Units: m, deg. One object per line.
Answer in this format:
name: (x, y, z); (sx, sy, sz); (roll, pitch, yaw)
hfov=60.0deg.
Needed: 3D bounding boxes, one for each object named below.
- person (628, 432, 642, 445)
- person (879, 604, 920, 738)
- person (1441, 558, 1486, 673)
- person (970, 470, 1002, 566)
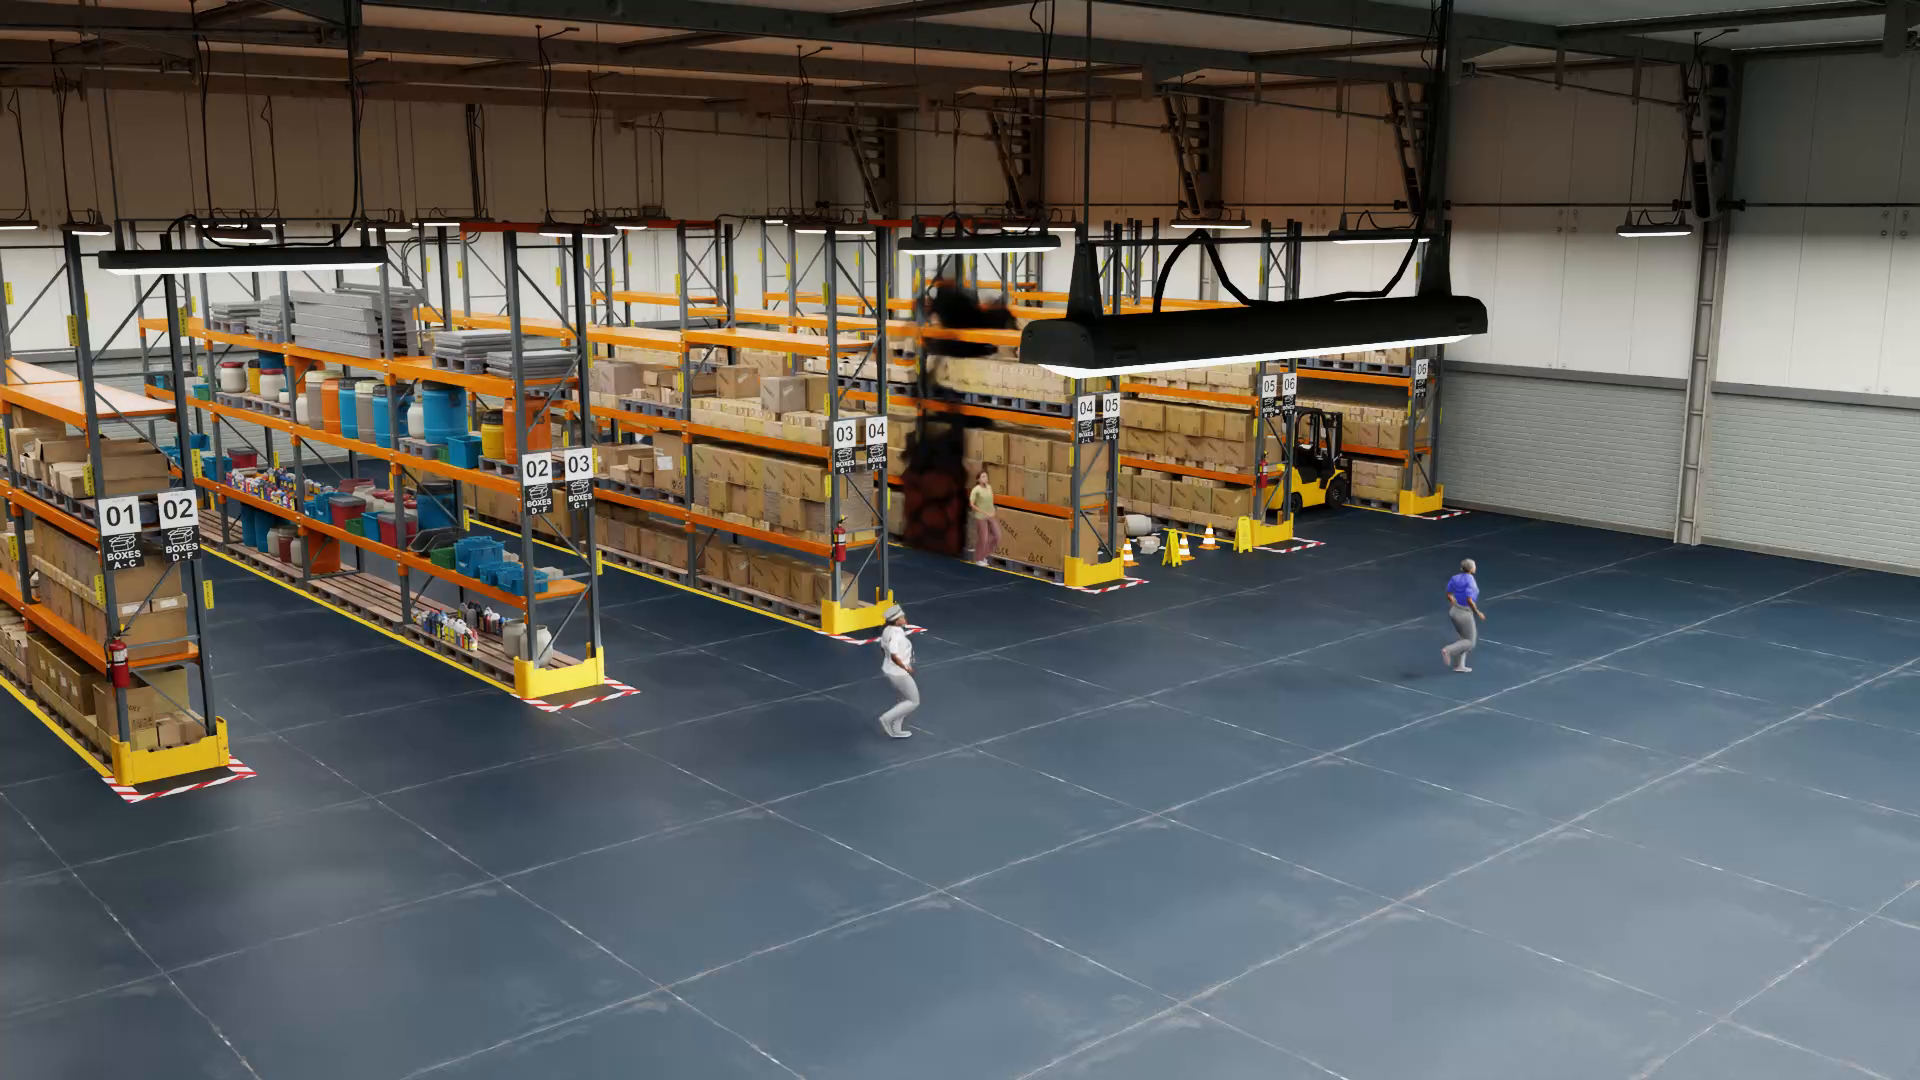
person: (-8.130, -2.797, 41.561); (1.149, 1.629, 0.756); (6, 13, 26)
person: (-0.734, 1.576, 19.891); (0.574, 1.646, 0.572); (-5, 12, -22)
person: (6.791, 1.044, 22.689); (0.592, 1.608, 0.558); (-4, 12, -19)
person: (0.432, -0.363, 28.077); (0.590, 1.645, 0.512); (-10, 15, -41)
